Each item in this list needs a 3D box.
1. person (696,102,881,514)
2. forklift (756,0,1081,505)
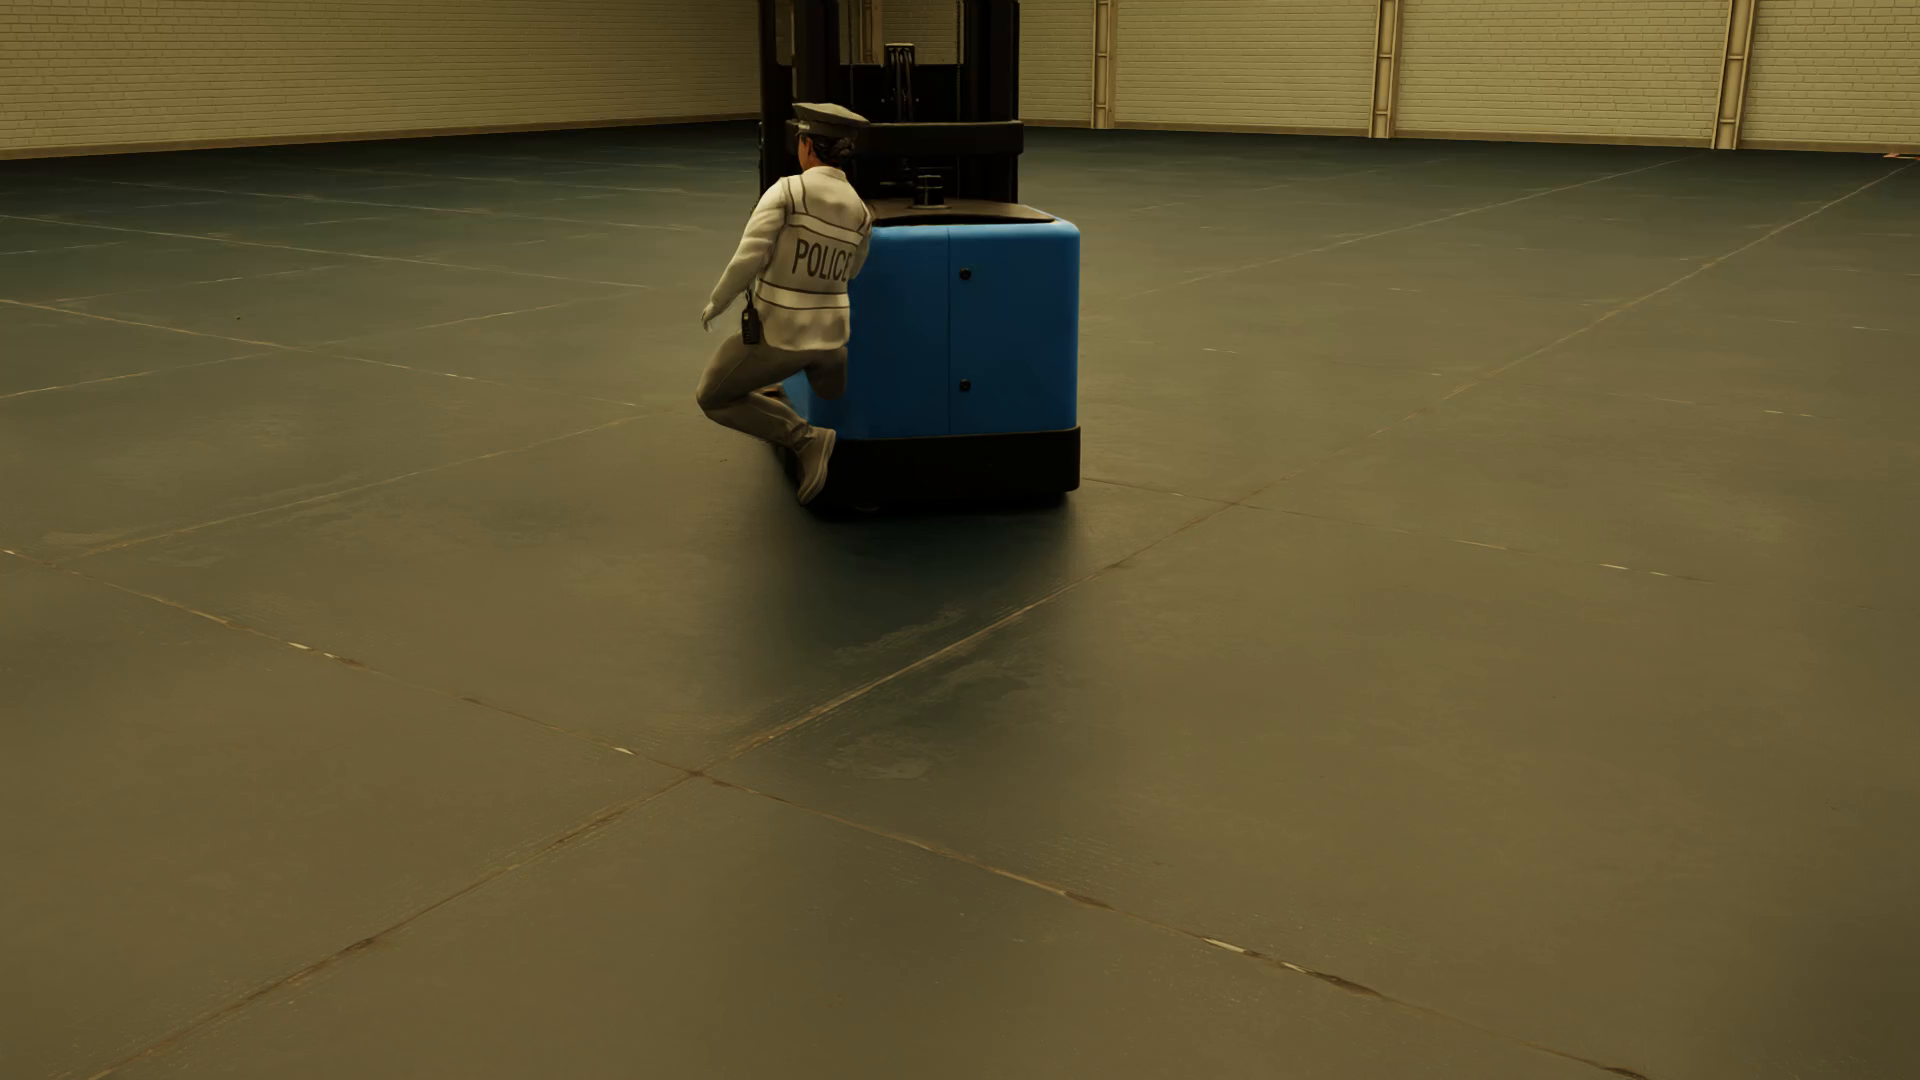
[{"bbox_3d":[-0.588,-0.770,5.875,0.750,1.506,0.664,-13,21,-37],"label":"person"},{"bbox_3d":[-0.343,-1.914,7.234,1.130,2.935,3.031,-3,17,-11],"label":"forklift"}]
